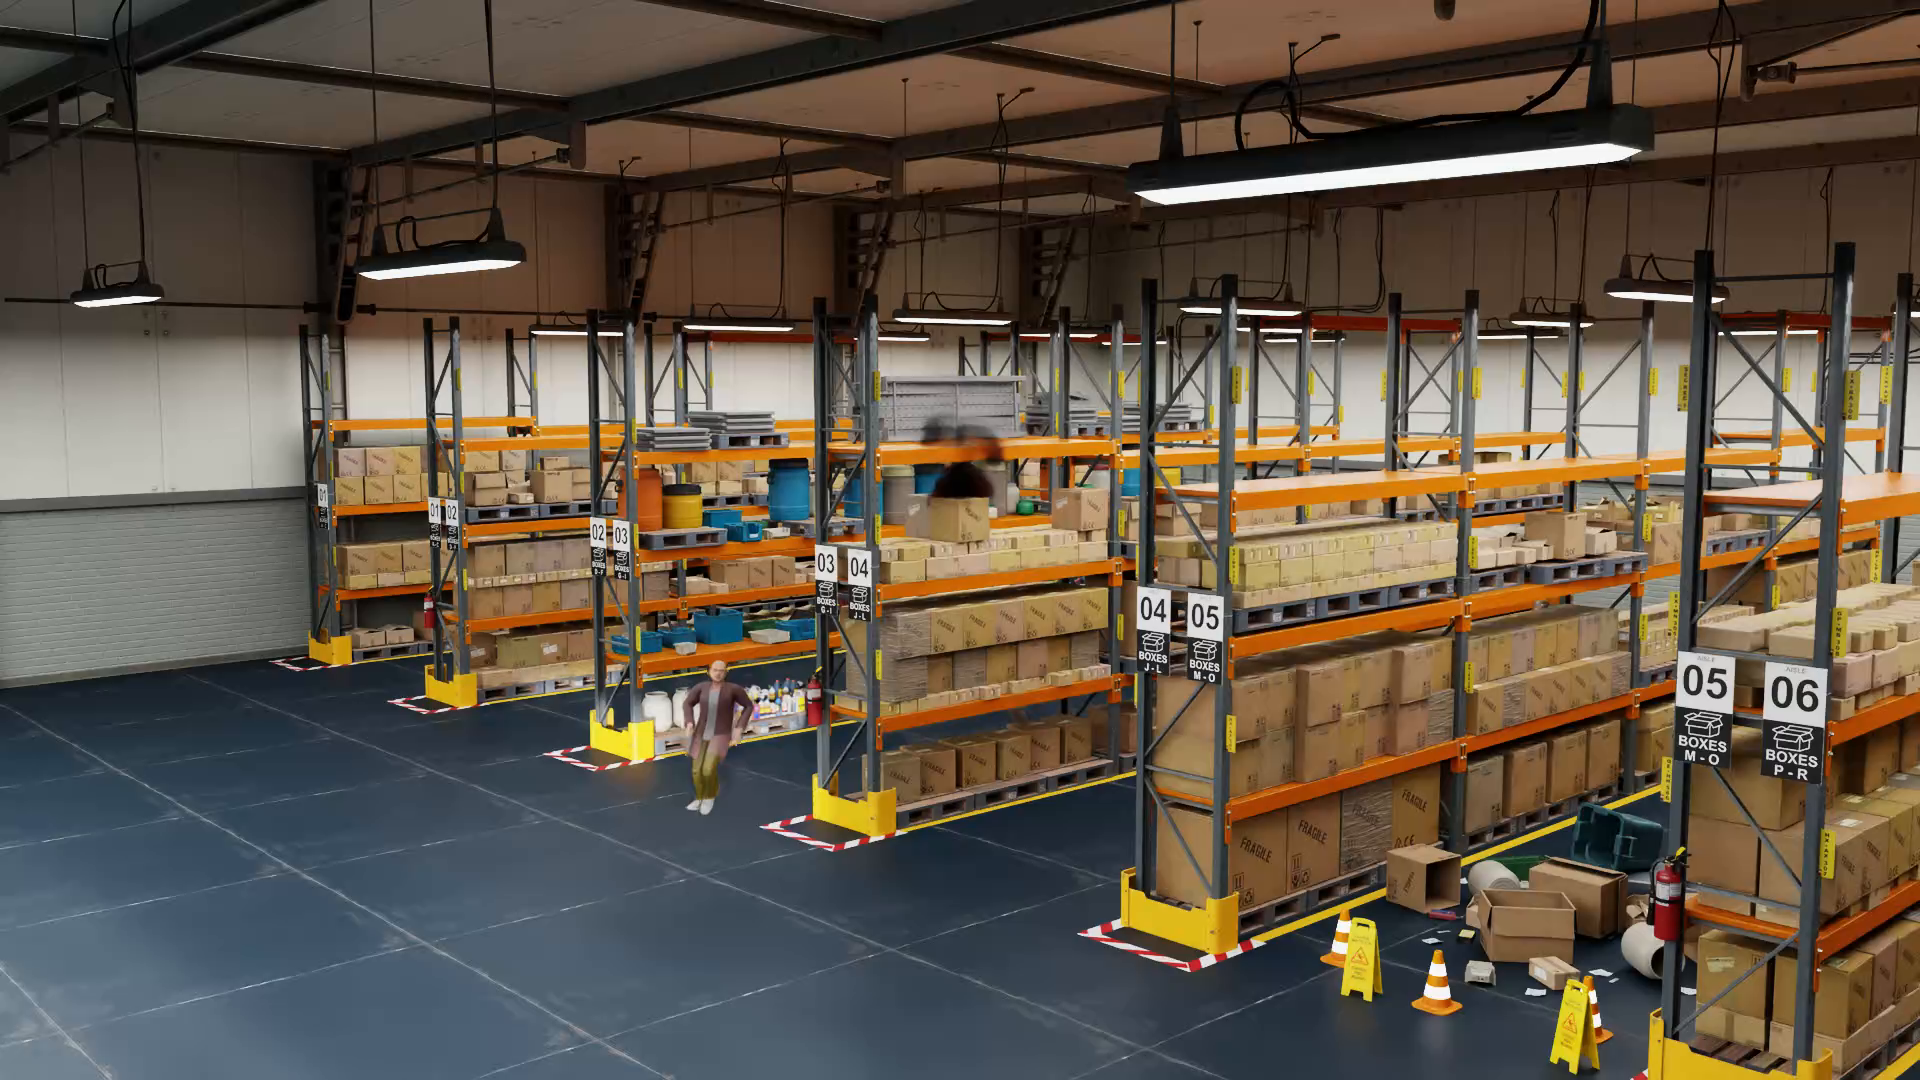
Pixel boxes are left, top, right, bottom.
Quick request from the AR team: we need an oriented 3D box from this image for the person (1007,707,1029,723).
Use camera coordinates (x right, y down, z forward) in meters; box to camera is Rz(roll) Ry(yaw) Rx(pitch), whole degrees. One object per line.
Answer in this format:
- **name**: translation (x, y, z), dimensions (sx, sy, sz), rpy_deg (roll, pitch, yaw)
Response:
- **person**: translation (0.694, 1.840, 22.499), dimensions (0.697, 1.741, 0.626), rpy_deg (5, 8, 40)

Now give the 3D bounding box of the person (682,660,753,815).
- **person**: translation (-2.731, 2.197, 18.491), dimensions (0.775, 1.730, 0.642), rpy_deg (1, 6, 13)

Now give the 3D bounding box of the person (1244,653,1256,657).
- **person**: translation (3.501, 2.202, 20.033), dimensions (0.770, 1.719, 0.526), rpy_deg (4, 7, 34)

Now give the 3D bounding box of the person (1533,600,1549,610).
- **person**: translation (9.032, 1.720, 25.988), dimensions (0.616, 1.645, 0.578), rpy_deg (5, 8, 43)
